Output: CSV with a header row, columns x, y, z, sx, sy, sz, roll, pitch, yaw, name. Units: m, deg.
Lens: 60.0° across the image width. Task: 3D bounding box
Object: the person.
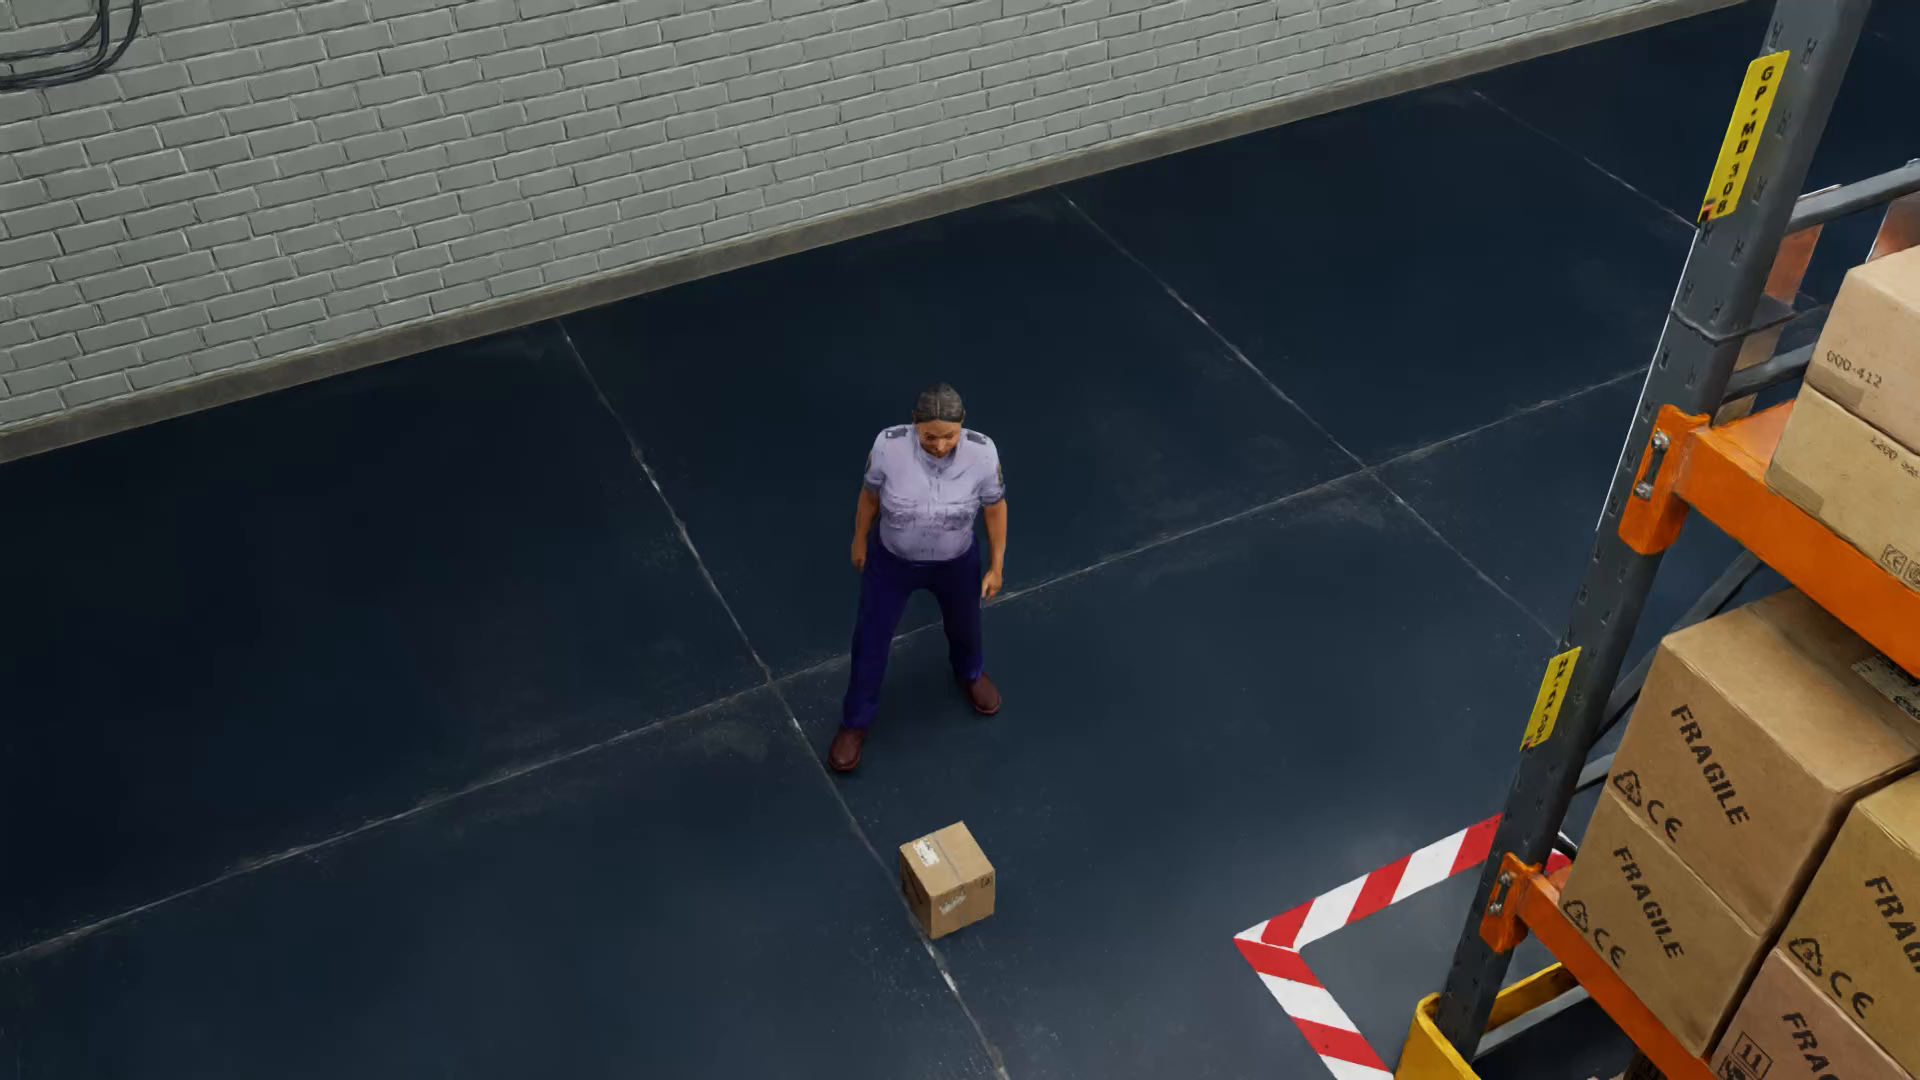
x,y,z,sx,sy,sz,roll,pitch,yaw,name
-0.169,0.108,6.037,0.677,1.621,0.610,0,42,0,person
